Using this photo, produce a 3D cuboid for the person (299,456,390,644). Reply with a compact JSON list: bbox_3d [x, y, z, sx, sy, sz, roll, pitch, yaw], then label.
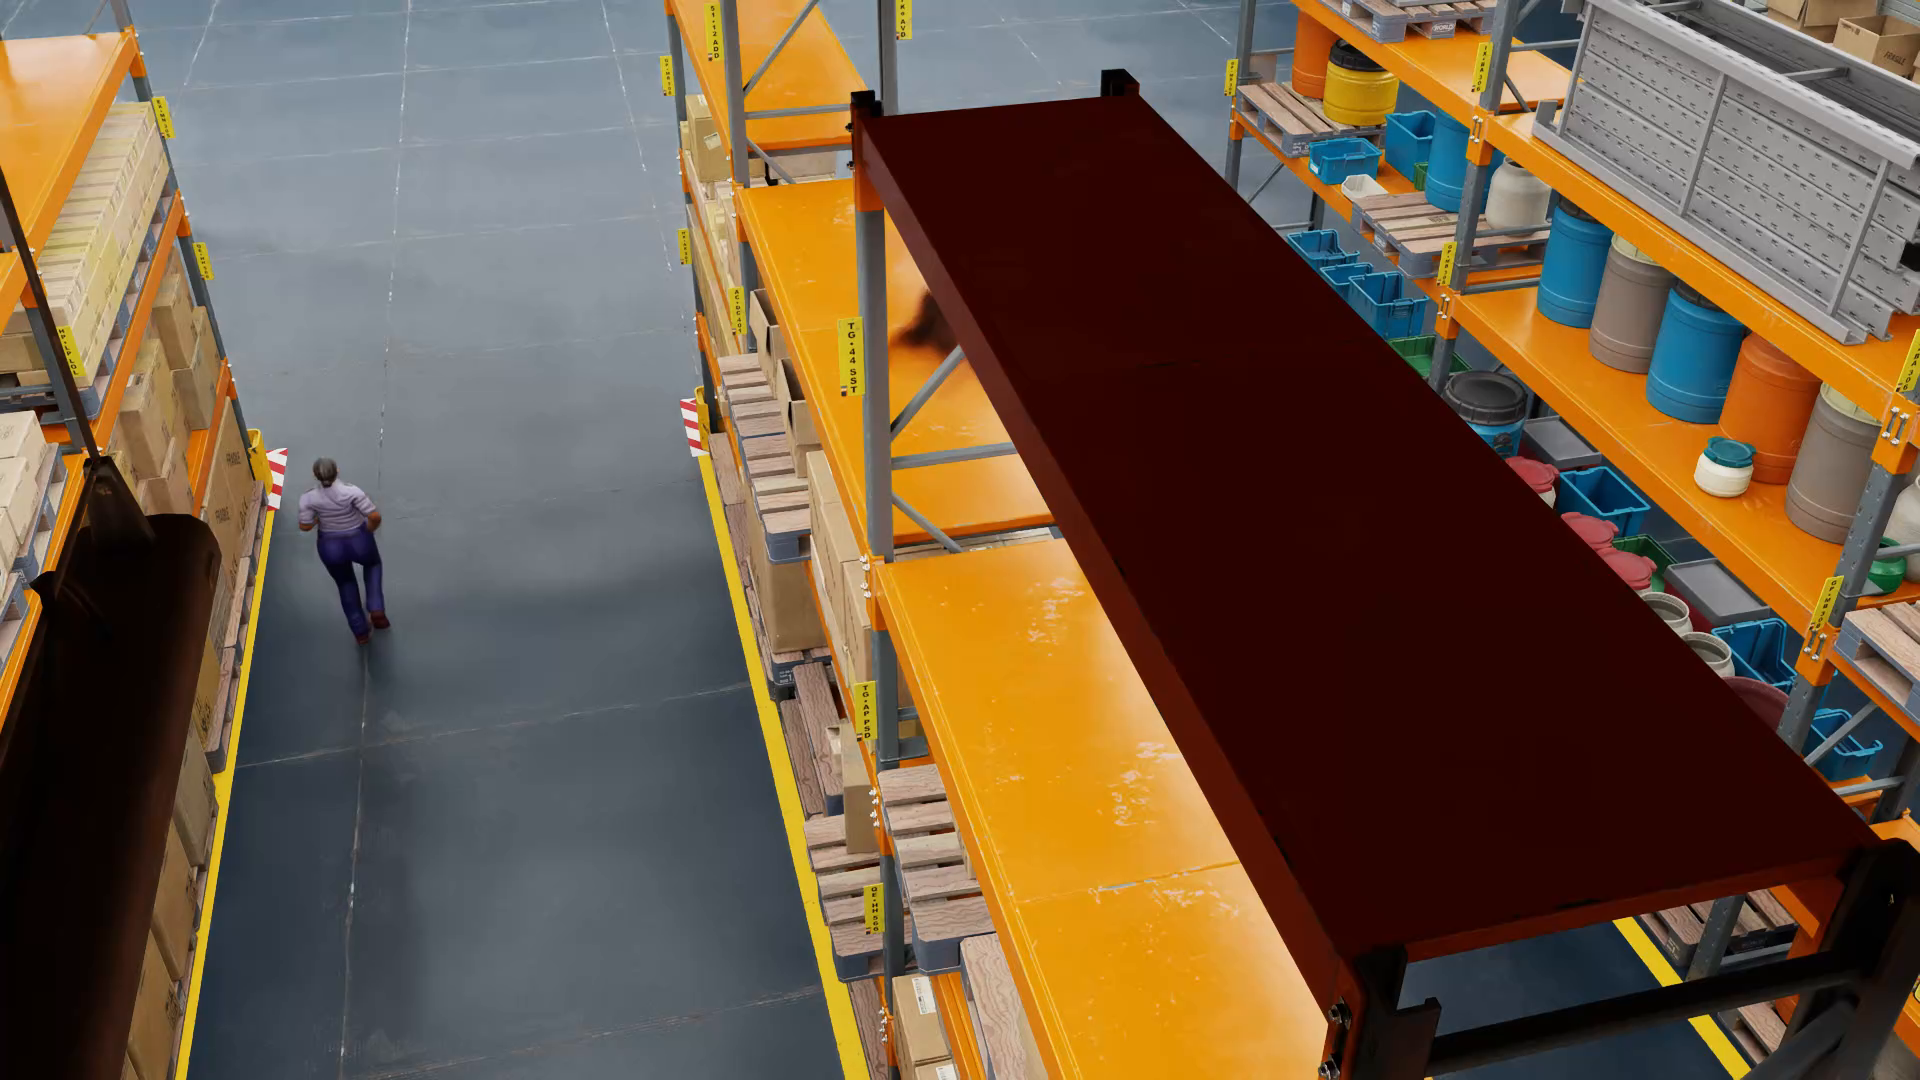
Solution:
[{"bbox_3d":[-4.651,0.009,12.635,0.593,1.594,0.559,-10,36,-15],"label":"person"}]
